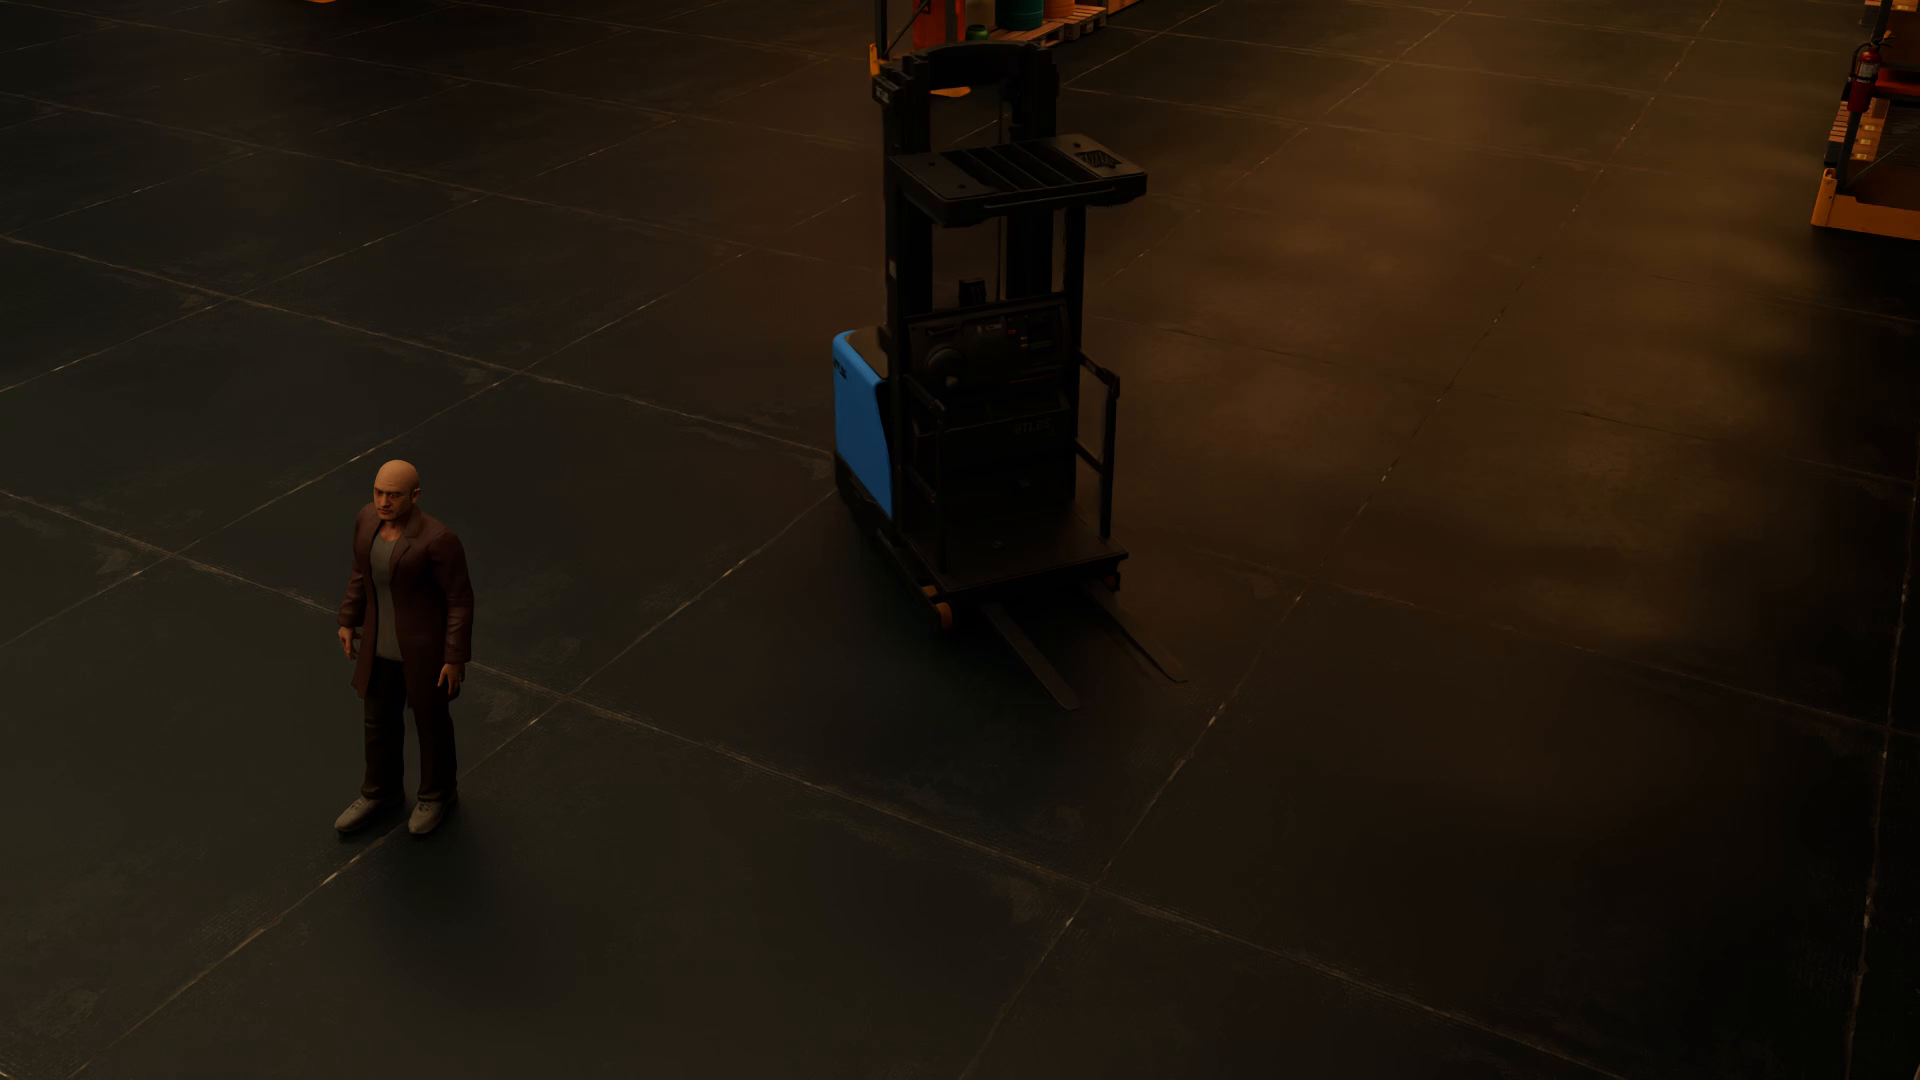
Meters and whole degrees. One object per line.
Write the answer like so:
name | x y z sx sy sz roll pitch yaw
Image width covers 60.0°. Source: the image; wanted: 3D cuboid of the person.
person | -2.492 0.508 7.330 0.684 1.775 0.582 12 32 19

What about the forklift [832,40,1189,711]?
forklift | 0.251 -1.005 8.813 1.130 2.935 3.031 -12 32 -20
